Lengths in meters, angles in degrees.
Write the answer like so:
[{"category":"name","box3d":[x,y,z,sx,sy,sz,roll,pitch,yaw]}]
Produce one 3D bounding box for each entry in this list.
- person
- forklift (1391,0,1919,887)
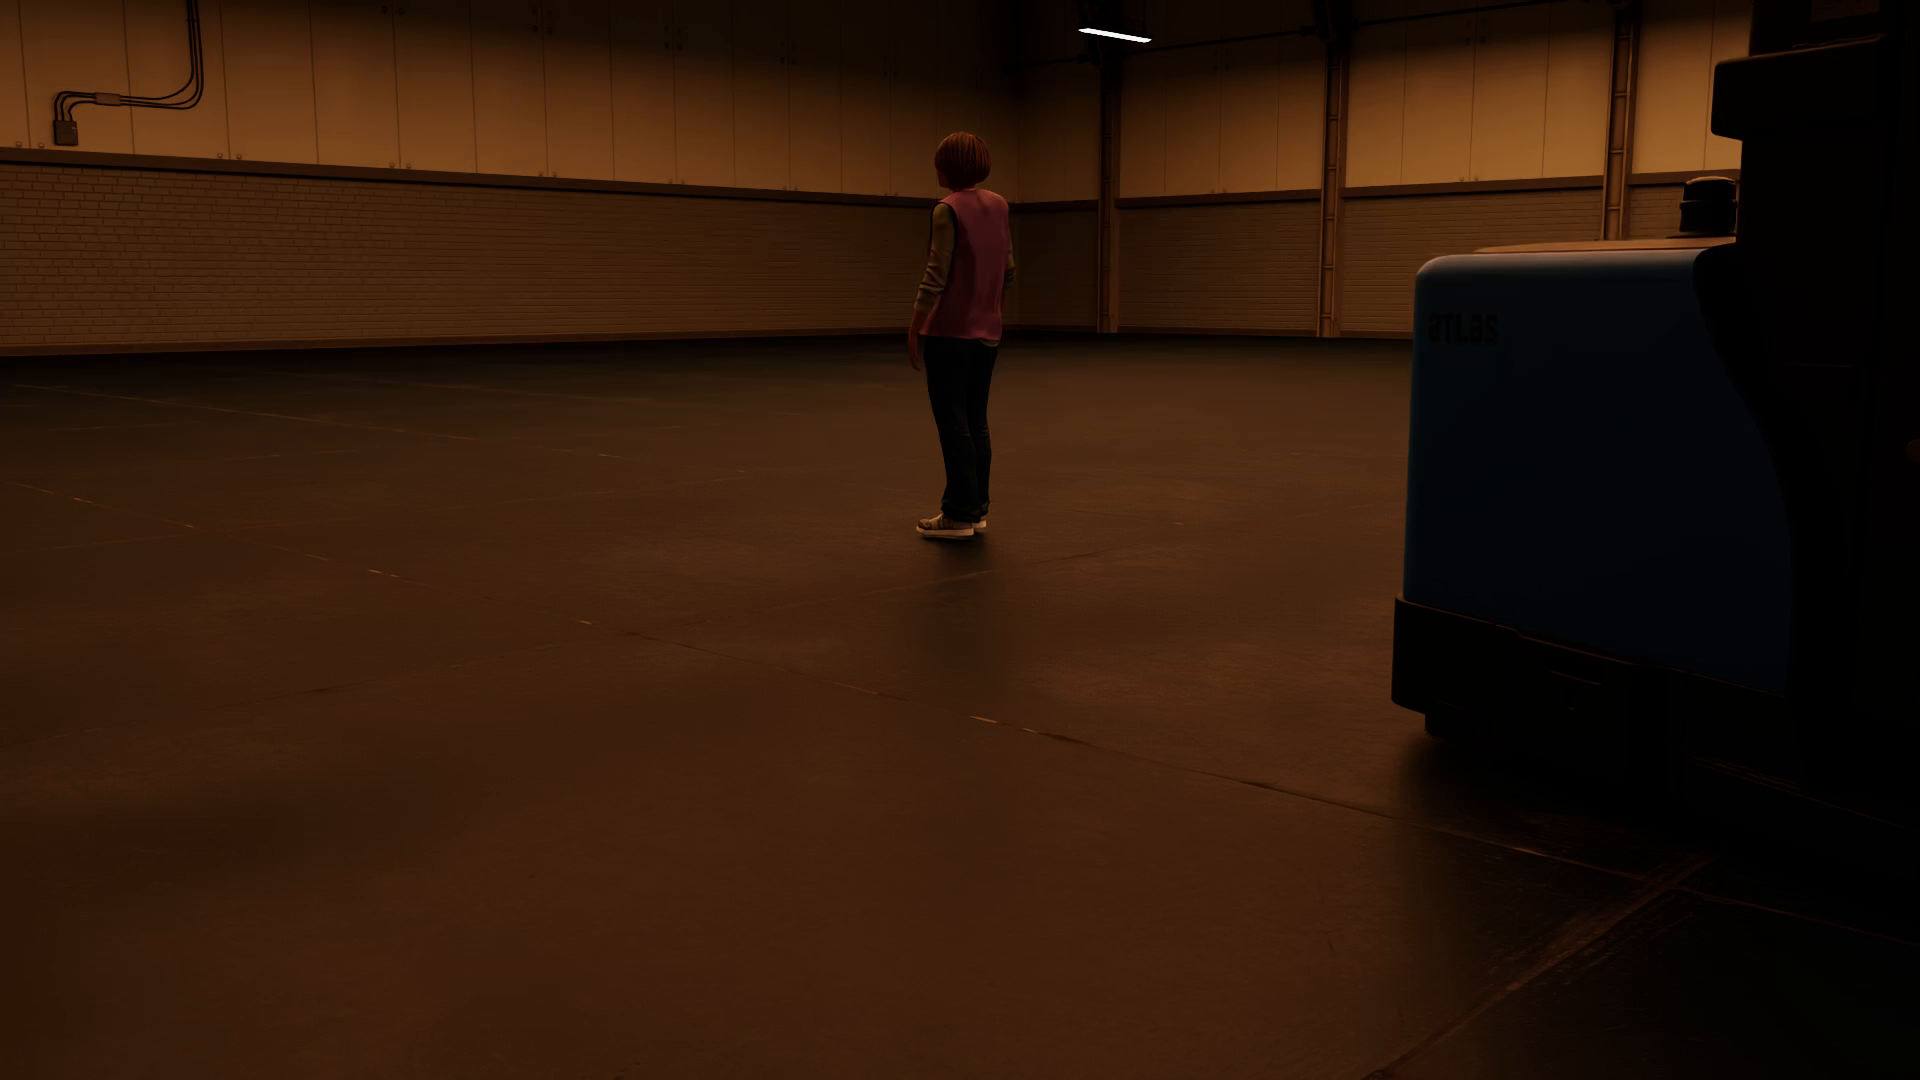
[{"category":"person","box3d":[-0.043,-0.806,6.658,0.476,1.597,0.520,8,12,43]},{"category":"forklift","box3d":[2.075,-0.847,2.499,1.130,2.935,3.031,-4,9,-25]}]
